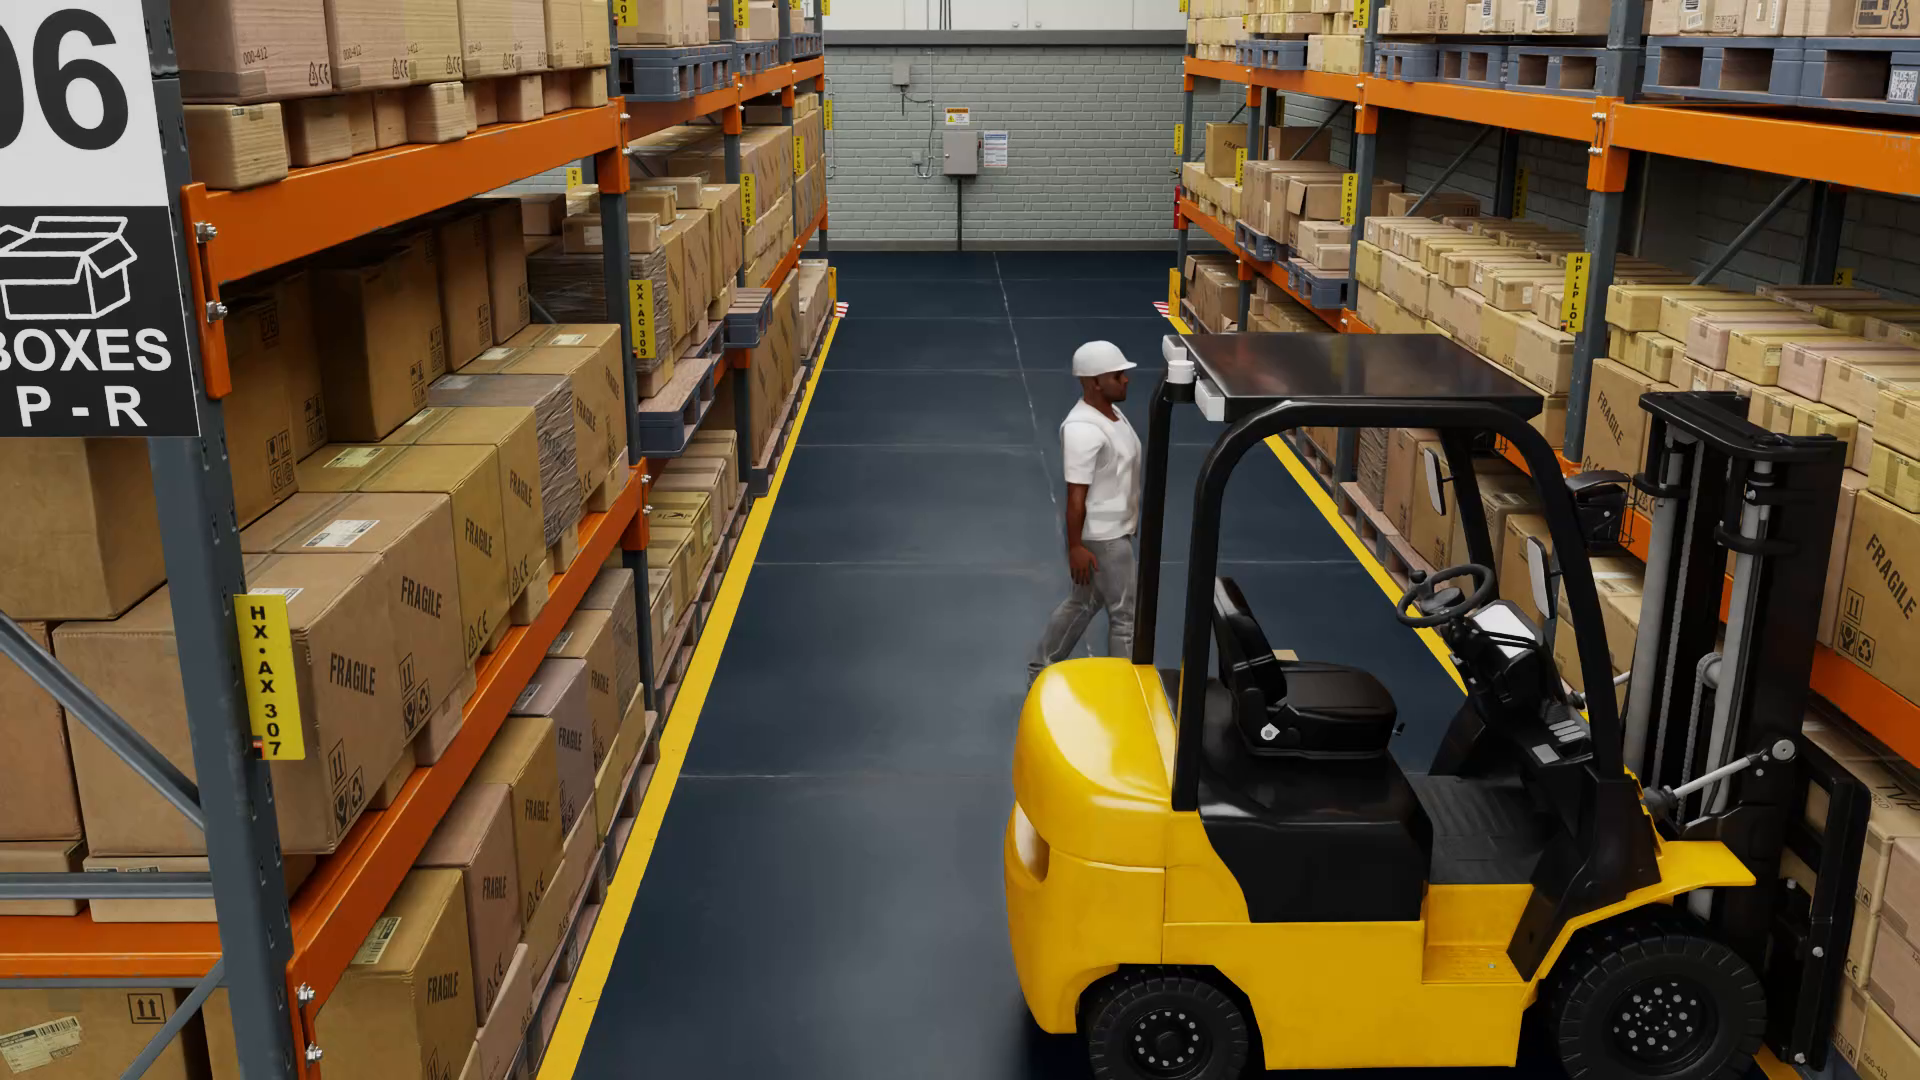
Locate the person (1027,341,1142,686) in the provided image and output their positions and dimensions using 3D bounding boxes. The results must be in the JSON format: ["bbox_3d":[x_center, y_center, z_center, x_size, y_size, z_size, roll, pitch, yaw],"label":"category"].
[{"bbox_3d":[0.701,-0.041,7.646,0.812,1.758,0.573,4,17,12],"label":"person"}]
